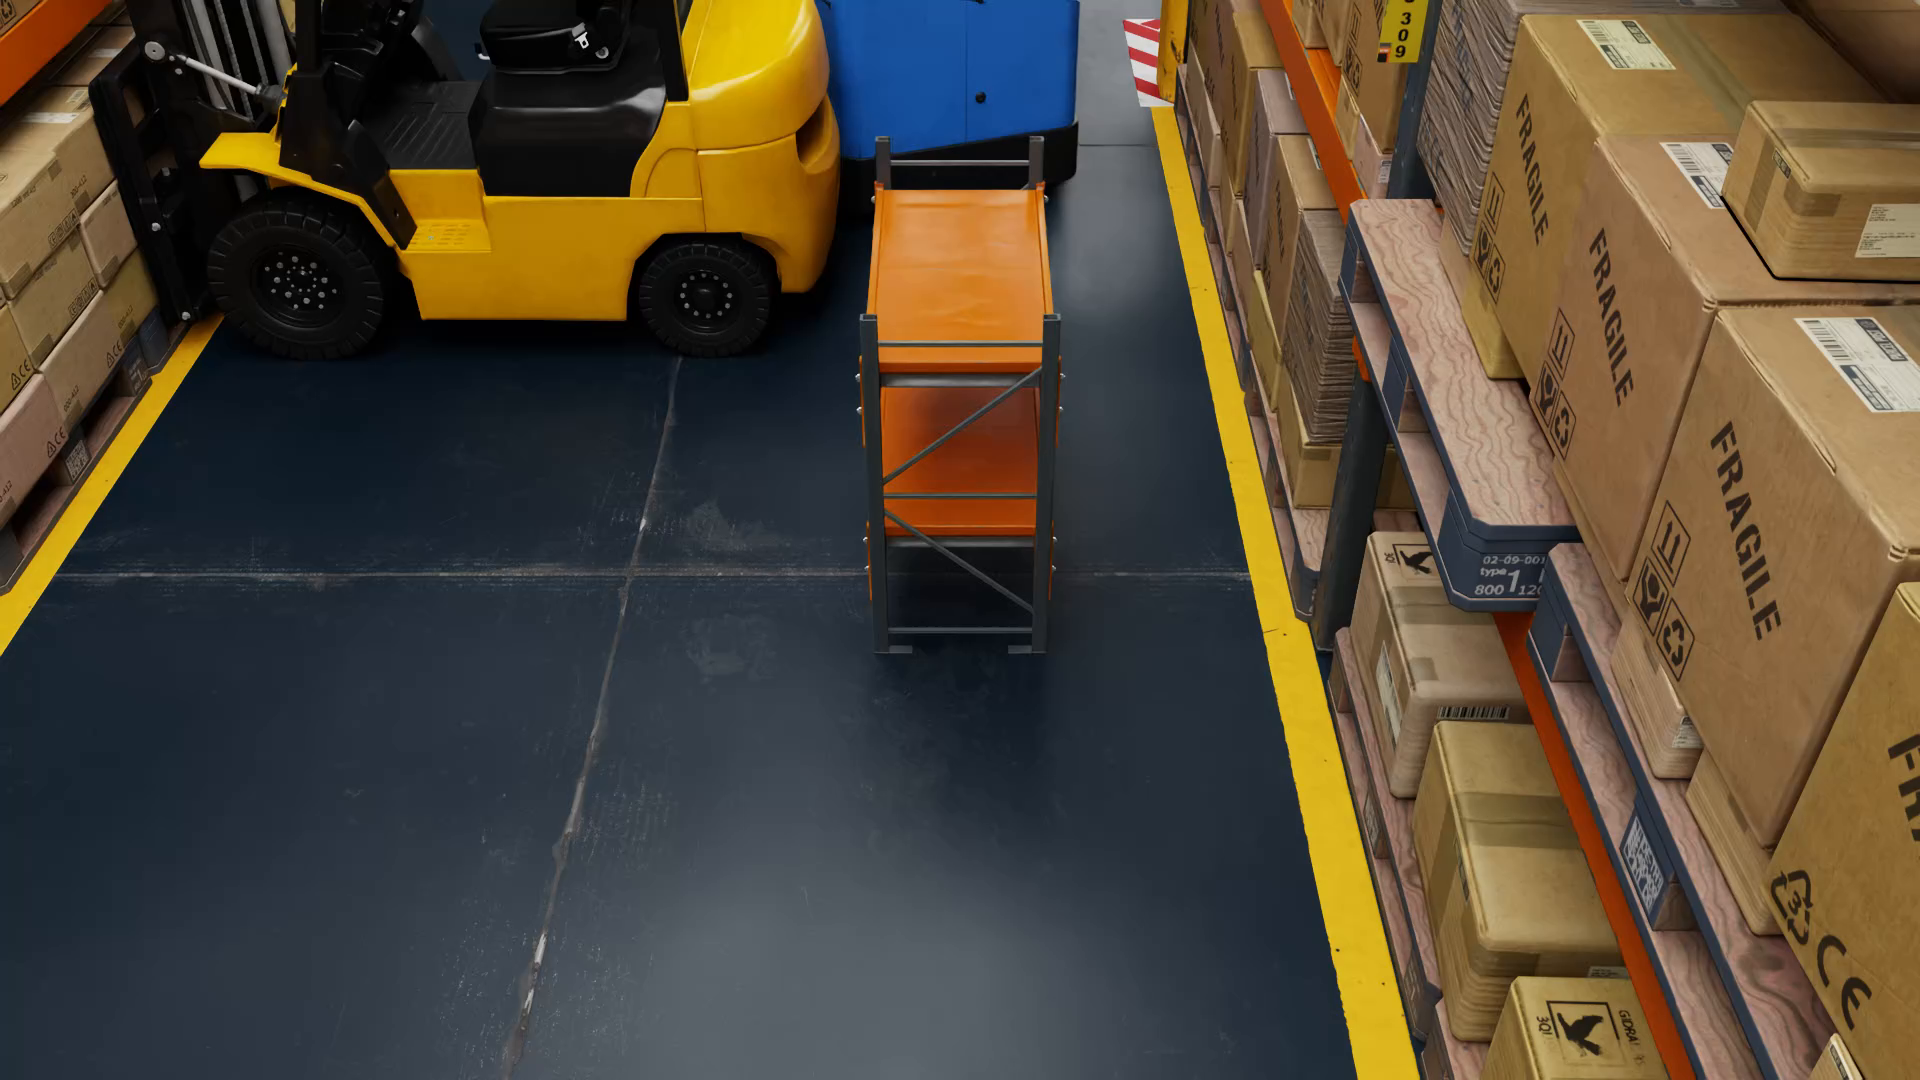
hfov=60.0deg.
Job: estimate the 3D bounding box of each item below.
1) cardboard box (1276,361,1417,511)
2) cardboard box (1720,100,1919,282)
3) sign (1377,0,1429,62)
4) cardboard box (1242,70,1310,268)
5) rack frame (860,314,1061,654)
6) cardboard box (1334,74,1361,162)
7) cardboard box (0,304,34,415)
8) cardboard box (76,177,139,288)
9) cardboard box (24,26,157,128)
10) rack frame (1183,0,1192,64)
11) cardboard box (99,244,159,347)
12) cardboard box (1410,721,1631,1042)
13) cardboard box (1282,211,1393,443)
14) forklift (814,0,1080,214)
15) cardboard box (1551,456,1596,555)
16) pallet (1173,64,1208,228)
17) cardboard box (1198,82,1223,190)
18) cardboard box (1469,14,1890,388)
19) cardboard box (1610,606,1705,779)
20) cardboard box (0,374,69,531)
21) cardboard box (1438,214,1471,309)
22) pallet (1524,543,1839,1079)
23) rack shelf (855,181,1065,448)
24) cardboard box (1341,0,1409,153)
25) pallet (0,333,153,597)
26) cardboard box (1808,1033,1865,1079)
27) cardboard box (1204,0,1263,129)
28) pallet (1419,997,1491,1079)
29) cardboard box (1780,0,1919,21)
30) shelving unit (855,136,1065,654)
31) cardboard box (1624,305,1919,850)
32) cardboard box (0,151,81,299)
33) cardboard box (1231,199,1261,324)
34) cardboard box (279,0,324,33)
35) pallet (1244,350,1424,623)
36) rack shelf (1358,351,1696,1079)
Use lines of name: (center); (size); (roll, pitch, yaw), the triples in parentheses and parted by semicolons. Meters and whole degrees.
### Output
cardboard box: (1.268, -0.339, 5.138); (0.500, 0.250, 0.500); (2, 39, 2)
cardboard box: (1.288, -0.477, 2.275); (0.380, 0.149, 0.250); (2, 39, 2)
sign: (0.995, -1.211, 3.671); (0.100, 0.325, 0.005); (0, 39, 0)
cardboard box: (1.264, -1.269, 5.698); (0.500, 0.500, 0.500); (2, 39, 2)
rack frame: (0.001, -0.117, 4.496); (0.500, 1.125, 0.032); (0, 39, 0)
cardboard box: (1.225, -1.137, 4.472); (0.380, 0.149, 0.250); (1, 39, 1)
cardboard box: (-3.118, -0.462, 4.890); (0.500, 0.250, 0.500); (0, 39, 0)
cardboard box: (-3.110, -1.091, 5.676); (0.500, 0.250, 0.500); (0, 39, 0)
cardboard box: (-3.108, -1.616, 5.931); (0.500, 0.250, 0.500); (-1, 39, -1)
rack frame: (1.533, -3.380, 7.069); (1.000, 3.000, 0.127); (0, 39, 0)
cardboard box: (-3.128, -0.905, 5.844); (0.500, 0.250, 0.500); (1, 39, 1)
cardboard box: (1.545, 0.760, 3.668); (0.950, 0.372, 0.625); (2, 39, 3)
cardboard box: (1.268, -0.632, 4.903); (0.500, 0.500, 0.500); (-1, 39, -1)
forklift: (-0.477, -3.404, 7.153); (1.130, 2.935, 3.031); (-13, 40, -15)
cardboard box: (1.249, -0.105, 2.847); (0.380, 0.149, 0.250); (1, 39, 1)
pallet: (1.498, -1.736, 7.248); (1.003, 0.211, 1.213); (0, 39, 0)
cardboard box: (1.250, -1.647, 6.770); (0.500, 0.250, 0.500); (1, 39, 2)
cardboard box: (1.252, -0.591, 2.935); (0.500, 0.500, 0.500); (0, 39, 0)
cardboard box: (1.196, 0.216, 2.446); (0.380, 0.149, 0.250); (1, 39, 2)
cardboard box: (-3.096, -0.266, 5.047); (0.500, 0.250, 0.500); (0, 39, 0)
cardboard box: (1.222, -0.599, 3.464); (0.380, 0.149, 0.250); (0, 39, 1)
pallet: (1.499, 0.460, 2.431); (1.003, 0.211, 1.213); (0, 39, 0)
rack shelf: (0.000, -0.663, 4.710); (0.538, 0.278, 1.000); (0, 39, 0)
cardboard box: (1.288, -1.312, 4.170); (0.500, 0.500, 0.500); (-1, 39, -1)
pallet: (-3.385, -0.282, 5.433); (1.003, 0.211, 1.213); (0, 39, 0)
cardboard box: (1.182, 0.697, 1.846); (0.380, 0.149, 0.250); (1, 39, 1)
cardboard box: (1.263, -1.917, 6.507); (0.500, 0.500, 0.500); (-1, 39, -2)
pallet: (1.544, 1.461, 3.258); (1.003, 0.211, 1.213); (0, 39, 0)
cardboard box: (1.767, -0.909, 3.332); (0.500, 0.500, 0.500); (-1, 39, -1)
shelving unit: (0.000, -0.435, 4.893); (0.538, 1.125, 1.048); (0, 39, 0)
cardboard box: (1.250, 0.039, 2.149); (0.500, 0.500, 0.500); (-2, 39, -2)
cardboard box: (-3.104, -0.976, 5.133); (0.500, 0.250, 0.500); (0, 39, 0)
cardboard box: (1.261, -0.990, 5.950); (0.500, 0.250, 0.500); (1, 39, 1)
cardboard box: (-3.118, -2.356, 7.255); (0.500, 0.250, 0.500); (0, 39, -1)
pallet: (1.501, -0.211, 5.344); (1.003, 0.211, 1.213); (0, 39, 0)
rack shelf: (1.540, 0.653, 2.612); (1.077, 0.370, 4.000); (0, 39, 0)
